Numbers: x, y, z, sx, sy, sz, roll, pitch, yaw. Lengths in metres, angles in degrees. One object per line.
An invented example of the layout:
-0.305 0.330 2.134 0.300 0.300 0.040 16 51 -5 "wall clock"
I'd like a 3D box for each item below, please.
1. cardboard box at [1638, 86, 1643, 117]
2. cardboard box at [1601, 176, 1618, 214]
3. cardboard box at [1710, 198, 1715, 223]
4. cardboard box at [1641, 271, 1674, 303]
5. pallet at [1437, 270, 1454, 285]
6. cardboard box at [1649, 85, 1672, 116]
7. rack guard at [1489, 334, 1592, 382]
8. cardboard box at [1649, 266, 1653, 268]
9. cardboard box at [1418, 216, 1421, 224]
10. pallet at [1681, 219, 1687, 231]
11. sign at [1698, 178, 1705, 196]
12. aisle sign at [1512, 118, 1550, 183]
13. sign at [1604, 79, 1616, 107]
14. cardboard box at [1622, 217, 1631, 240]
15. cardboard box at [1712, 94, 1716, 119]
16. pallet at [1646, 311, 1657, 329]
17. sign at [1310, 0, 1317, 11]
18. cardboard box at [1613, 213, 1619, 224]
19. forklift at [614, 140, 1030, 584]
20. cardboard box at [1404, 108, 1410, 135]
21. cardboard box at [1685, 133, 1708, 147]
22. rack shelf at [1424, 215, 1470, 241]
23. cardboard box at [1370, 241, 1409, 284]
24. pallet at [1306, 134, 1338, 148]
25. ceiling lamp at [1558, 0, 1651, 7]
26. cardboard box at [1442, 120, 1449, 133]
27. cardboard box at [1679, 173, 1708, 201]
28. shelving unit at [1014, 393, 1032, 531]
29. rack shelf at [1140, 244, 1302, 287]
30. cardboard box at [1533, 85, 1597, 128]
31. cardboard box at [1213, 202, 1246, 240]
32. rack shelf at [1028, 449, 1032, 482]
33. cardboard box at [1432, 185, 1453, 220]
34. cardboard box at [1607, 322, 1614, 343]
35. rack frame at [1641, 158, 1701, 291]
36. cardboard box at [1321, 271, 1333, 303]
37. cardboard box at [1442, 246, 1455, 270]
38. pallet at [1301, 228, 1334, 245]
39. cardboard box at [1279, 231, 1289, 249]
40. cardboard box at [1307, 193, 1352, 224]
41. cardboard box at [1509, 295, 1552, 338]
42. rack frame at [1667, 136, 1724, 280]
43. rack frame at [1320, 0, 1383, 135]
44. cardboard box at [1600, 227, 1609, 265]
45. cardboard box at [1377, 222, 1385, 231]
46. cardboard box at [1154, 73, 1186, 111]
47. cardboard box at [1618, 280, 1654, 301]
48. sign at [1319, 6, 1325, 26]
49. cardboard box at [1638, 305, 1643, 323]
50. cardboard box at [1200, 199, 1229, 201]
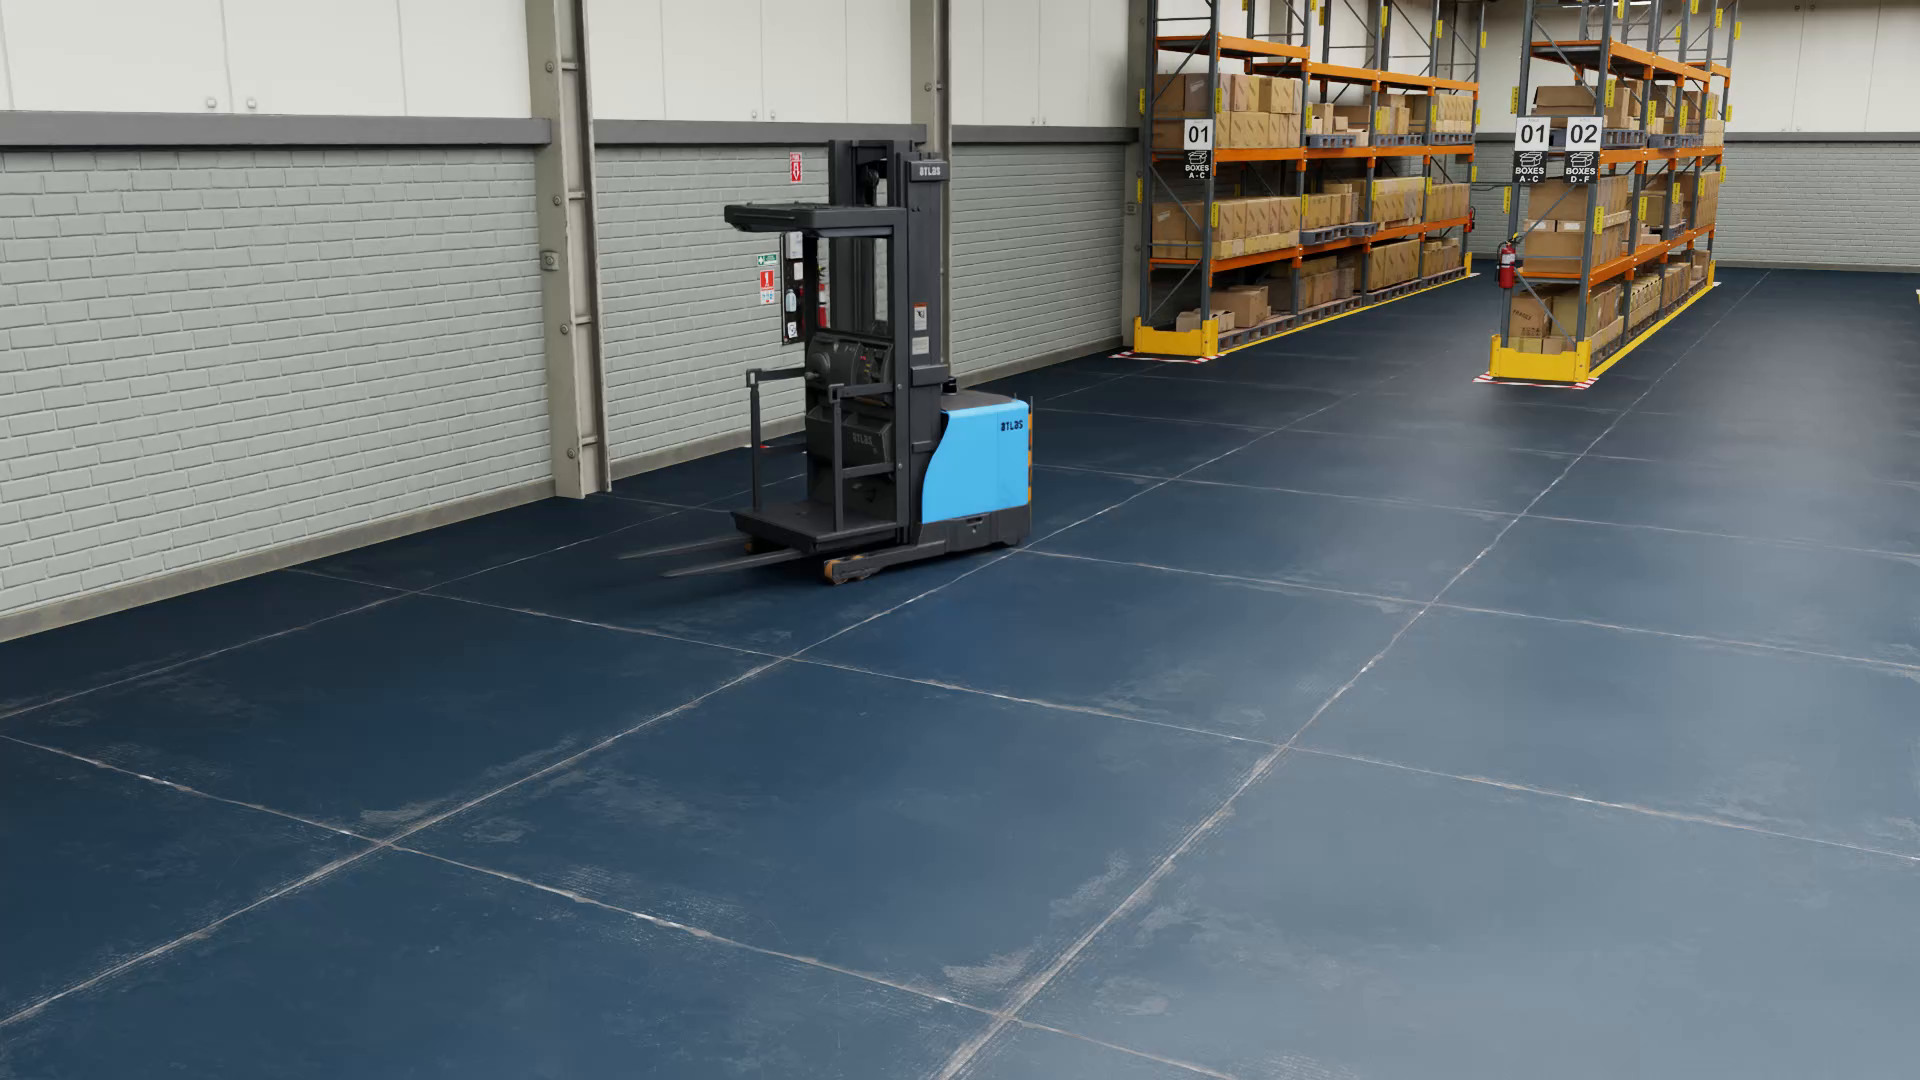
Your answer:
9.858 -6.537 24.670 0.500 0.500 0.500 9 16 33 "cardboard box"
8.575 -4.722 22.739 0.700 0.500 0.500 7 15 28 "cardboard box"
14.845 -6.622 33.388 0.500 0.500 0.500 8 15 29 "cardboard box"
11.922 -4.329 28.486 0.500 0.500 0.500 7 15 26 "cardboard box"
9.824 -5.586 35.252 1.003 0.211 1.213 7 15 28 "pallet"
11.420 -7.243 27.431 0.500 0.500 0.500 7 15 28 "cardboard box"
7.325 -2.300 21.008 1.175 0.500 0.348 7 15 28 "rack guard"
12.194 -4.697 30.011 0.500 0.500 0.500 8 15 29 "cardboard box"
8.883 -6.329 32.879 0.380 0.149 0.250 8 15 29 "cardboard box"
12.655 -5.737 30.341 1.003 0.211 1.213 7 15 28 "pallet"
13.625 -6.483 30.554 0.100 0.325 0.005 7 15 28 "sign"
7.047 -4.804 20.513 0.394 0.787 0.004 7 15 28 "aisle sign"
7.819 -5.378 20.006 0.100 0.325 0.005 7 15 28 "sign"
9.910 -4.653 25.222 0.500 0.500 0.500 9 16 32 "cardboard box"
14.373 -8.481 32.565 0.700 0.500 0.500 7 15 28 "cardboard box"
10.771 -3.642 27.188 1.003 0.211 1.213 7 15 28 "pallet"
5.398 -8.245 25.372 0.100 0.325 0.005 7 15 28 "sign"
8.833 -4.416 22.855 0.380 0.149 0.250 7 15 28 "cardboard box"
-0.936 -1.262 11.516 3.031 2.935 1.130 -11 17 -39 "forklift"
8.278 -8.095 32.160 0.700 0.500 0.500 6 15 25 "cardboard box"
13.589 -7.439 30.911 0.500 0.250 0.500 7 15 28 "cardboard box"
9.766 -6.603 35.059 1.077 0.370 4.000 7 15 28 "rack shelf"
8.172 -5.371 32.103 0.750 0.750 0.750 8 16 30 "cardboard box"
5.323 -6.383 26.610 1.213 0.211 1.003 7 15 28 "pallet"
14.241 -13.382 36.387 2.000 3.185 0.800 7 15 28 "ceiling lamp"
9.623 -8.396 33.769 0.500 0.250 0.500 7 15 27 "cardboard box"
13.860 -6.688 31.527 0.500 0.500 0.500 7 15 26 "cardboard box"
0.386 -0.578 12.692 0.252 1.050 0.215 -11 17 -39 "shelving unit"
3.965 -4.141 24.847 1.077 0.370 4.000 7 15 28 "rack shelf"
7.618 -5.418 20.793 0.797 0.503 0.637 9 16 32 "cardboard box"
3.740 -4.546 23.669 0.500 0.500 0.500 7 15 28 "cardboard box"
0.386 -0.568 12.694 0.240 0.259 0.215 -11 17 -39 "rack shelf"
9.776 -7.098 34.934 0.980 0.700 0.700 7 15 25 "cardboard box"
8.758 -2.883 23.062 0.500 0.250 0.500 7 15 28 "cardboard box"
13.137 -5.982 30.948 1.000 3.000 0.127 7 15 28 "rack frame"
5.997 -4.370 28.653 0.700 0.500 0.500 7 15 28 "cardboard box"
10.240 -6.095 35.852 0.700 0.500 0.500 7 15 28 "cardboard box"
5.429 -4.949 27.069 1.003 0.211 1.213 7 15 28 "pallet"
4.720 -4.605 25.514 0.500 0.250 0.500 7 15 28 "cardboard box"
6.401 -5.769 28.912 0.700 0.500 0.500 6 15 23 "cardboard box"
7.335 -2.896 21.517 0.500 0.500 0.500 7 15 28 "cardboard box"
15.071 -6.803 34.352 1.000 3.000 0.127 7 15 28 "rack frame"
6.865 -8.639 29.165 1.000 3.000 0.127 7 15 28 "rack frame"
8.319 -3.981 22.434 0.700 0.500 0.500 8 16 30 "cardboard box"
7.559 -5.747 30.464 0.380 0.149 0.250 8 16 30 "cardboard box"
2.978 -6.202 23.067 0.500 0.500 0.500 8 16 31 "cardboard box"
10.674 -3.956 26.316 0.500 0.311 0.500 7 15 28 "cardboard box"
6.378 -9.232 29.295 0.100 0.325 0.005 7 15 28 "sign"
10.178 -3.474 25.516 0.500 0.250 0.500 7 15 26 "cardboard box"
3.781 -4.815 24.783 0.500 0.500 0.500 8 16 29 "cardboard box"
